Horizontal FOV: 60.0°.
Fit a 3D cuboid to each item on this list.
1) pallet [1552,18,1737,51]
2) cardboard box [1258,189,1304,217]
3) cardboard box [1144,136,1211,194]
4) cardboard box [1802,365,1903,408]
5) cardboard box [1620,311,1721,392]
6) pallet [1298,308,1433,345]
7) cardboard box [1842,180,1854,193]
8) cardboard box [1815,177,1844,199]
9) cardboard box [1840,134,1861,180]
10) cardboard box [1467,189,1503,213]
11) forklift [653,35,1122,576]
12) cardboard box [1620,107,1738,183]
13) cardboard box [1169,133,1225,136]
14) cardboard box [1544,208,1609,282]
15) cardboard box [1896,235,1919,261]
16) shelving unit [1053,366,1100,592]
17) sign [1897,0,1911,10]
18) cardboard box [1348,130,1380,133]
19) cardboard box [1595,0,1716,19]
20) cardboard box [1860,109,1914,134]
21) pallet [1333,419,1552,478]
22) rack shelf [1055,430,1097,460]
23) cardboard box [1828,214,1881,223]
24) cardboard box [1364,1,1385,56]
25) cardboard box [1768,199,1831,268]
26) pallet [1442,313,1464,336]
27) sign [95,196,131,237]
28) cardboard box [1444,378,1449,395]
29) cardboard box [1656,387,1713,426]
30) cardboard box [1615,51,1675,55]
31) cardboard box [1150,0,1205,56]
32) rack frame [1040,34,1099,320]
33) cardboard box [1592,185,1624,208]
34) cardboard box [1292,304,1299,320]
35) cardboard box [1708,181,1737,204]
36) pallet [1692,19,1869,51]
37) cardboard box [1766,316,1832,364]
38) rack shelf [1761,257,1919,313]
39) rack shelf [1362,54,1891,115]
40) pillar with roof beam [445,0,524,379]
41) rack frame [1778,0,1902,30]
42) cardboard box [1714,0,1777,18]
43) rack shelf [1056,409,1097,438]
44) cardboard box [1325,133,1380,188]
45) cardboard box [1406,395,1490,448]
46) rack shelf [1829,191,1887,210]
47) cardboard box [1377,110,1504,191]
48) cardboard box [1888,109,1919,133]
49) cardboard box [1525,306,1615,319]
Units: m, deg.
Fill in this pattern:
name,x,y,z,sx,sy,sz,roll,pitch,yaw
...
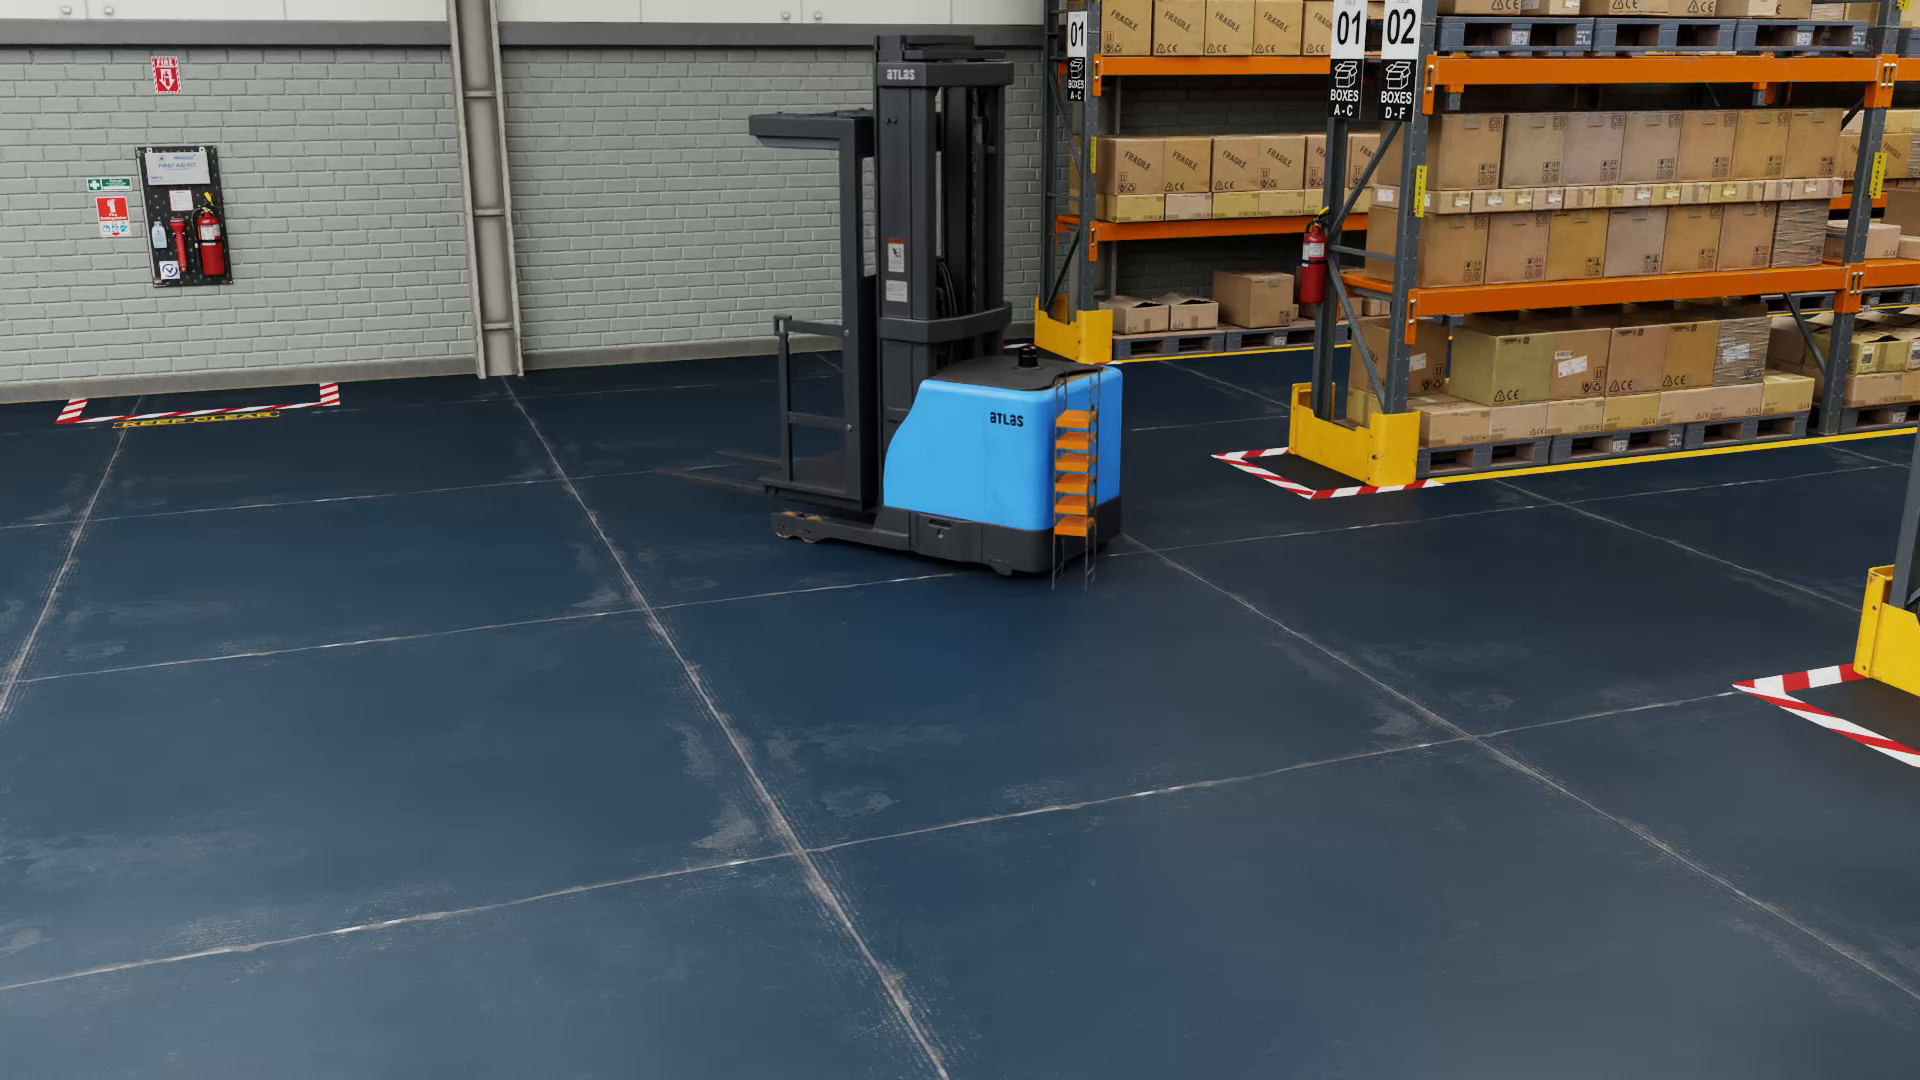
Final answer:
name,x,y,z,sx,sy,sz,roll,pitch,yaw
pallet,4.617,-3.553,11.706,1.213,0.211,1.003,-6,17,-20
cardboard box,3.031,-3.330,16.345,0.500,0.250,0.500,-6,17,-20
cardboard box,2.049,-3.584,15.879,0.500,0.500,0.500,-6,17,-20
cardboard box,7.007,-1.228,13.092,0.500,0.250,0.500,-7,18,-21
cardboard box,5.251,-1.410,12.379,0.500,0.500,0.500,-6,17,-20
pallet,4.152,-2.259,17.415,1.213,0.211,1.003,-6,17,-20
cardboard box,10.083,-4.075,19.063,0.250,0.149,0.380,-6,17,-19
cardboard box,6.365,-2.646,12.457,0.250,0.149,0.380,-6,17,-20
cardboard box,10.002,-4.359,18.878,0.500,0.500,0.500,-6,17,-20
cardboard box,3.496,-2.337,11.404,0.250,0.149,0.380,-7,18,-22
forklift,-0.552,-1.500,10.003,3.031,2.935,1.130,10,19,31
cardboard box,5.191,-2.893,12.147,0.500,0.500,0.700,-6,17,-20
cardboard box,2.350,-3.773,16.522,0.500,0.500,0.500,-7,18,-22
cardboard box,4.202,-2.162,11.959,0.500,0.500,0.700,-6,17,-20
cardboard box,7.443,-2.286,13.004,0.250,0.149,0.380,-6,17,-20
shelving unit,0.636,-0.331,9.096,0.189,1.200,0.258,5,17,16
sign,6.742,-3.950,11.844,0.005,0.325,0.100,-6,17,-20
cardboard box,4.252,-3.979,17.223,0.500,0.500,0.500,-7,18,-21
cardboard box,4.959,-3.995,11.879,0.637,0.503,0.797,-4,17,-14
cardboard box,10.459,-4.774,18.960,0.500,0.250,0.500,-7,18,-21
pallet,3.506,-0.718,12.167,1.213,0.211,1.003,-6,17,-20
rack shelf,0.636,-0.519,9.041,0.180,0.103,0.258,5,17,16
cardboard box,10.055,-3.373,19.332,0.750,0.750,0.750,-6,17,-20
cardboard box,3.906,-5.007,16.288,0.500,0.500,0.500,-8,18,-25
cardboard box,6.130,-2.372,12.676,0.500,0.500,0.700,-7,18,-22
pallet,5.493,-2.415,17.946,1.213,0.211,1.003,-6,17,-20
sign,-7.102,-2.713,13.950,0.234,0.329,0.001,-6,17,-20
cardboard box,3.665,-1.035,12.434,0.500,0.250,0.500,-6,17,-20
cardboard box,5.255,-1.047,12.473,0.500,0.250,0.500,-6,17,-20
cardboard box,7.258,-5.469,17.856,0.637,0.503,0.797,-4,17,-12
cardboard box,1.947,-4.780,15.515,0.500,0.500,0.500,-5,17,-16
rack frame,1.031,-3.270,15.911,0.127,3.000,1.000,-6,17,-20
cardboard box,4.452,-2.440,11.755,0.250,0.149,0.380,-6,18,-21
cardboard box,3.265,-2.361,17.093,0.250,0.149,0.380,-8,18,-25
cardboard box,5.414,-2.544,12.109,0.250,0.149,0.380,-6,17,-20
pallet,5.755,-3.675,12.122,1.213,0.211,1.003,-6,17,-20
cardboard box,6.818,-1.638,13.493,0.500,0.311,0.500,-6,17,-20
rack shelf,8.410,-2.227,13.636,4.000,0.370,1.077,-6,17,-20
rack shelf,4.674,-3.263,11.840,4.000,0.370,1.077,-6,17,-20
pillar with roof beam,-2.687,-4.709,10.164,0.400,9.000,9.100,-6,17,-20
rack frame,6.542,-5.249,12.002,0.127,3.000,1.000,-6,17,-20
cardboard box,5.514,-3.765,11.723,0.250,0.149,0.380,-6,17,-20
rack shelf,0.636,-0.634,9.007,0.180,0.103,0.258,5,17,16
cardboard box,3.971,-3.790,16.582,0.500,0.500,0.500,-6,17,-20
cardboard box,3.387,-0.845,11.787,0.500,0.250,0.500,-6,17,-20
rack shelf,10.369,-3.933,19.446,4.000,0.370,1.077,-6,17,-20
cardboard box,3.297,-2.687,11.445,0.500,0.500,0.700,-6,17,-20
cardboard box,10.935,-4.826,19.135,0.500,0.250,0.500,-6,17,-19
cardboard box,4.597,-1.497,12.675,0.500,0.500,0.500,-6,17,-20
